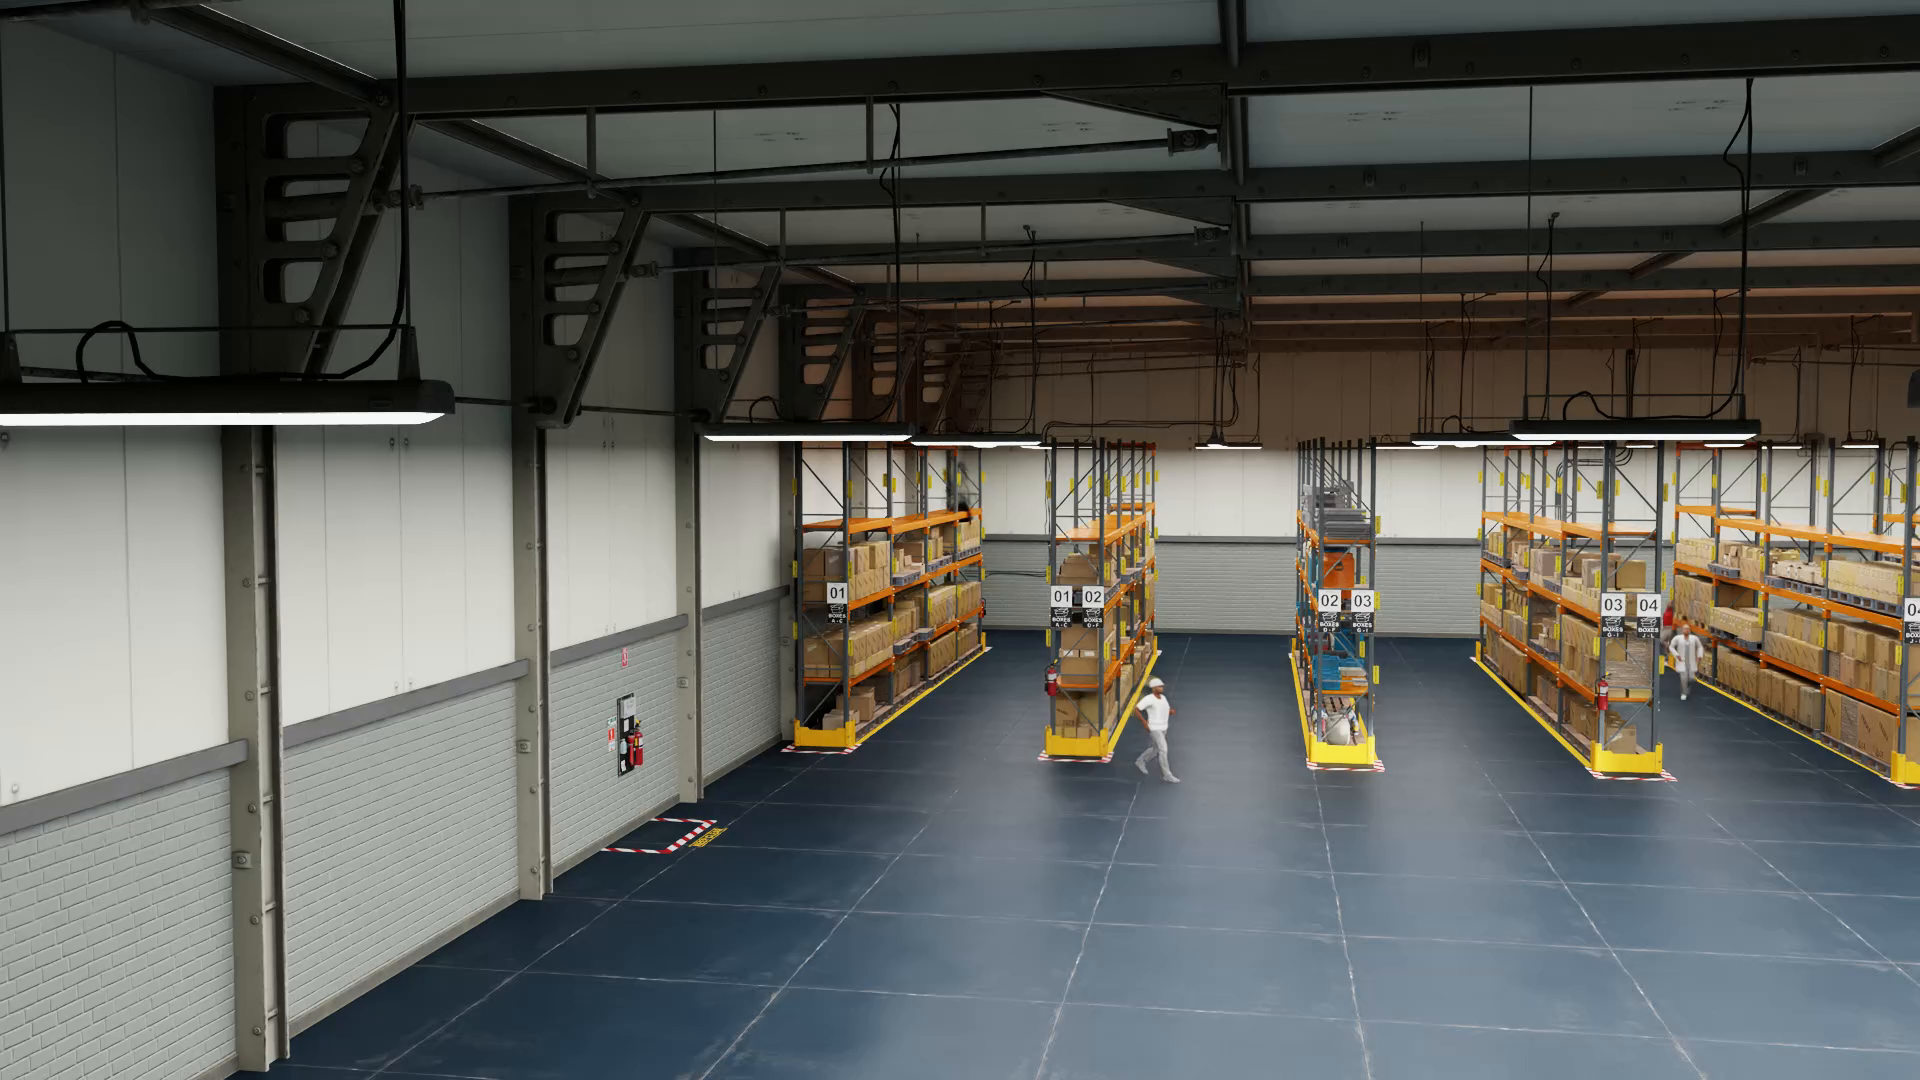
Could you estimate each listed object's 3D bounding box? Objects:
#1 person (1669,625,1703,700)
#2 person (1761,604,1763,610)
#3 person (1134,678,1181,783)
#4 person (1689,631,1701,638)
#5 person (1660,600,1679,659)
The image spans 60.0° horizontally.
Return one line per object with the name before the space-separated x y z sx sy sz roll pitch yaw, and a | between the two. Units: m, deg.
person | 16.822 2.822 38.536 0.746 1.737 0.658 1 3 12
person | 21.077 2.565 43.526 0.693 1.805 0.734 0 3 1
person | 3.431 3.280 28.895 0.989 1.754 0.701 2 4 37
person | 20.203 2.492 45.771 0.511 1.625 0.697 1 3 22
person | 19.491 2.467 45.768 0.585 1.675 0.723 0 3 -4
